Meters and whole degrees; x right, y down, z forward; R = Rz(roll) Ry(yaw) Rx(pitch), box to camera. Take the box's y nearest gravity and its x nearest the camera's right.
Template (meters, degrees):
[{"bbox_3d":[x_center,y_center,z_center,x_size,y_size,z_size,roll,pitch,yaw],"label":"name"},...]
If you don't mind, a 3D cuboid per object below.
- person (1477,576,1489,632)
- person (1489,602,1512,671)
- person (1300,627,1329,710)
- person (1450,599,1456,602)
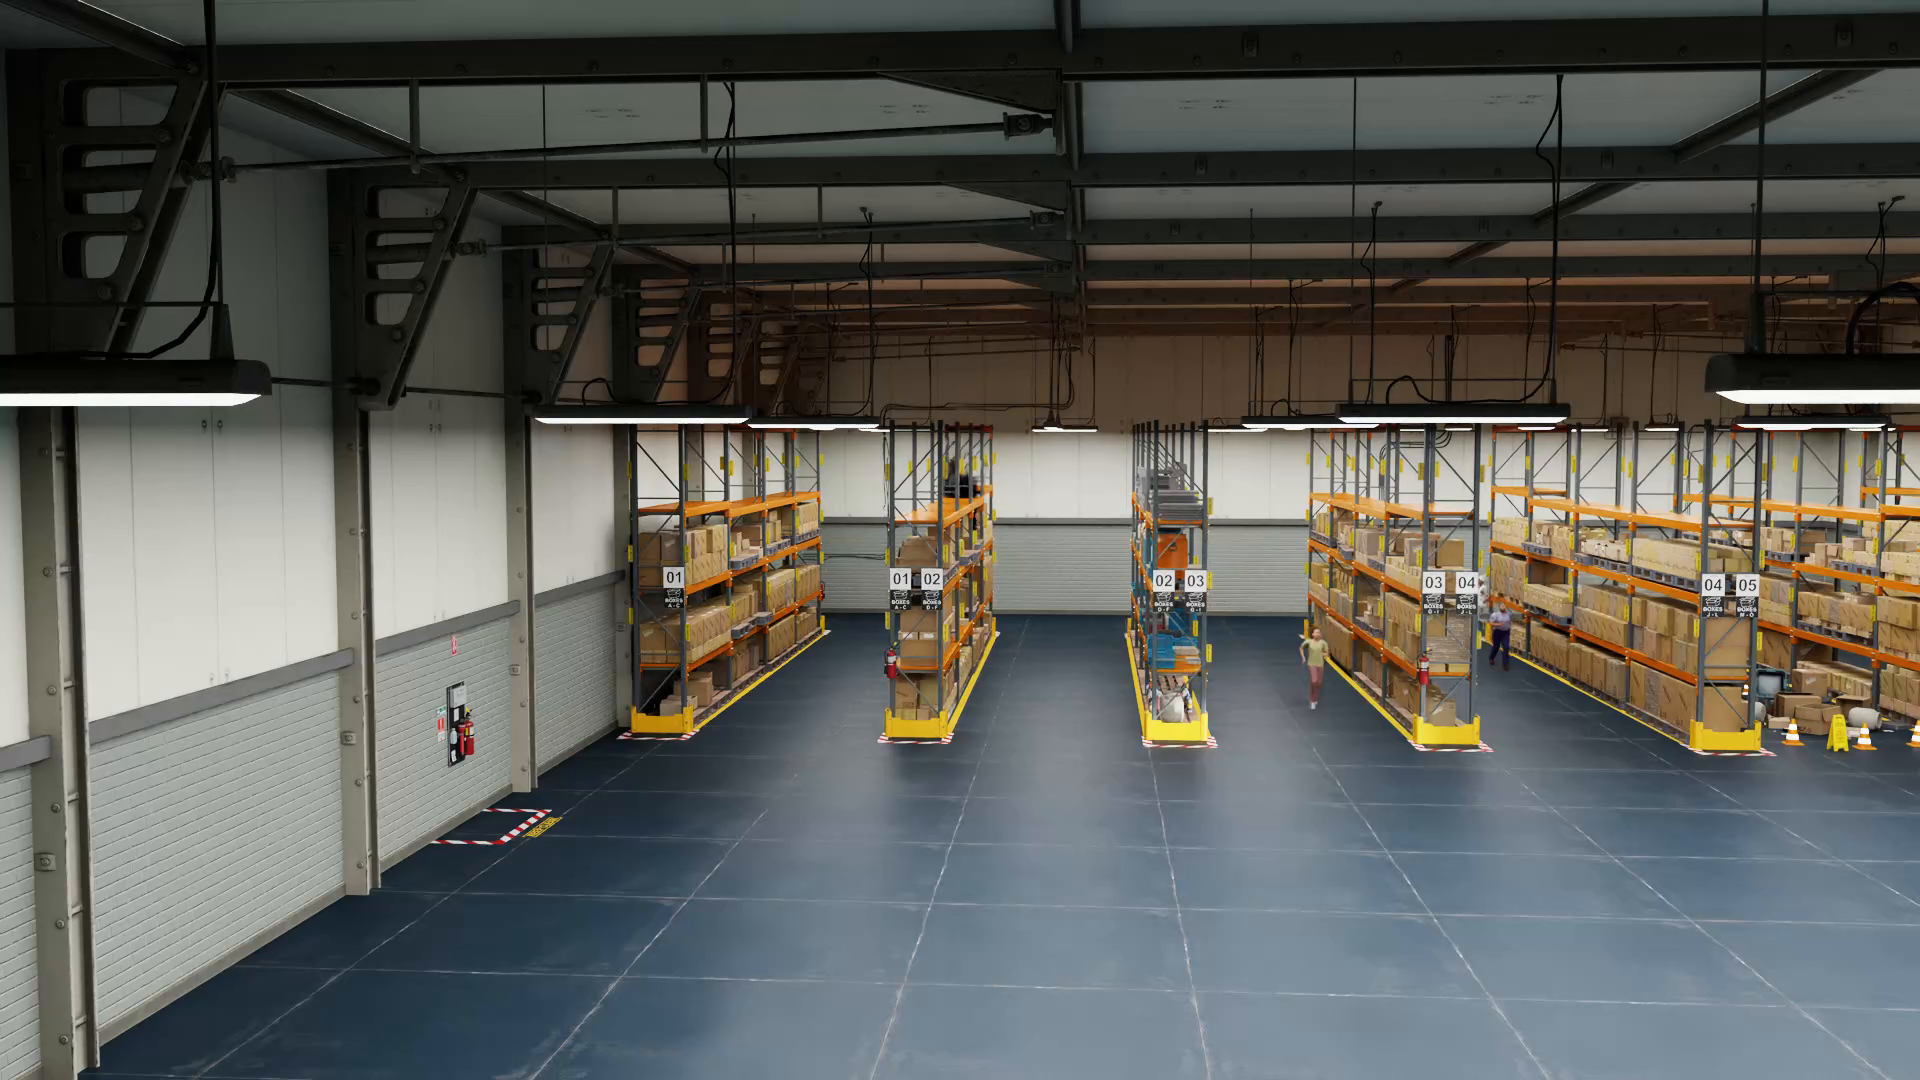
[{"bbox_3d":[14.755,1.883,47.119,0.725,1.763,0.714,-1,4,-14],"label":"person"},{"bbox_3d":[13.191,2.320,40.574,0.614,1.642,0.887,0,4,-3],"label":"person"},{"bbox_3d":[7.453,2.681,34.885,0.538,1.720,0.723,0,4,-6],"label":"person"},{"bbox_3d":[13.673,1.916,46.994,0.847,1.666,0.572,3,5,38],"label":"person"}]
